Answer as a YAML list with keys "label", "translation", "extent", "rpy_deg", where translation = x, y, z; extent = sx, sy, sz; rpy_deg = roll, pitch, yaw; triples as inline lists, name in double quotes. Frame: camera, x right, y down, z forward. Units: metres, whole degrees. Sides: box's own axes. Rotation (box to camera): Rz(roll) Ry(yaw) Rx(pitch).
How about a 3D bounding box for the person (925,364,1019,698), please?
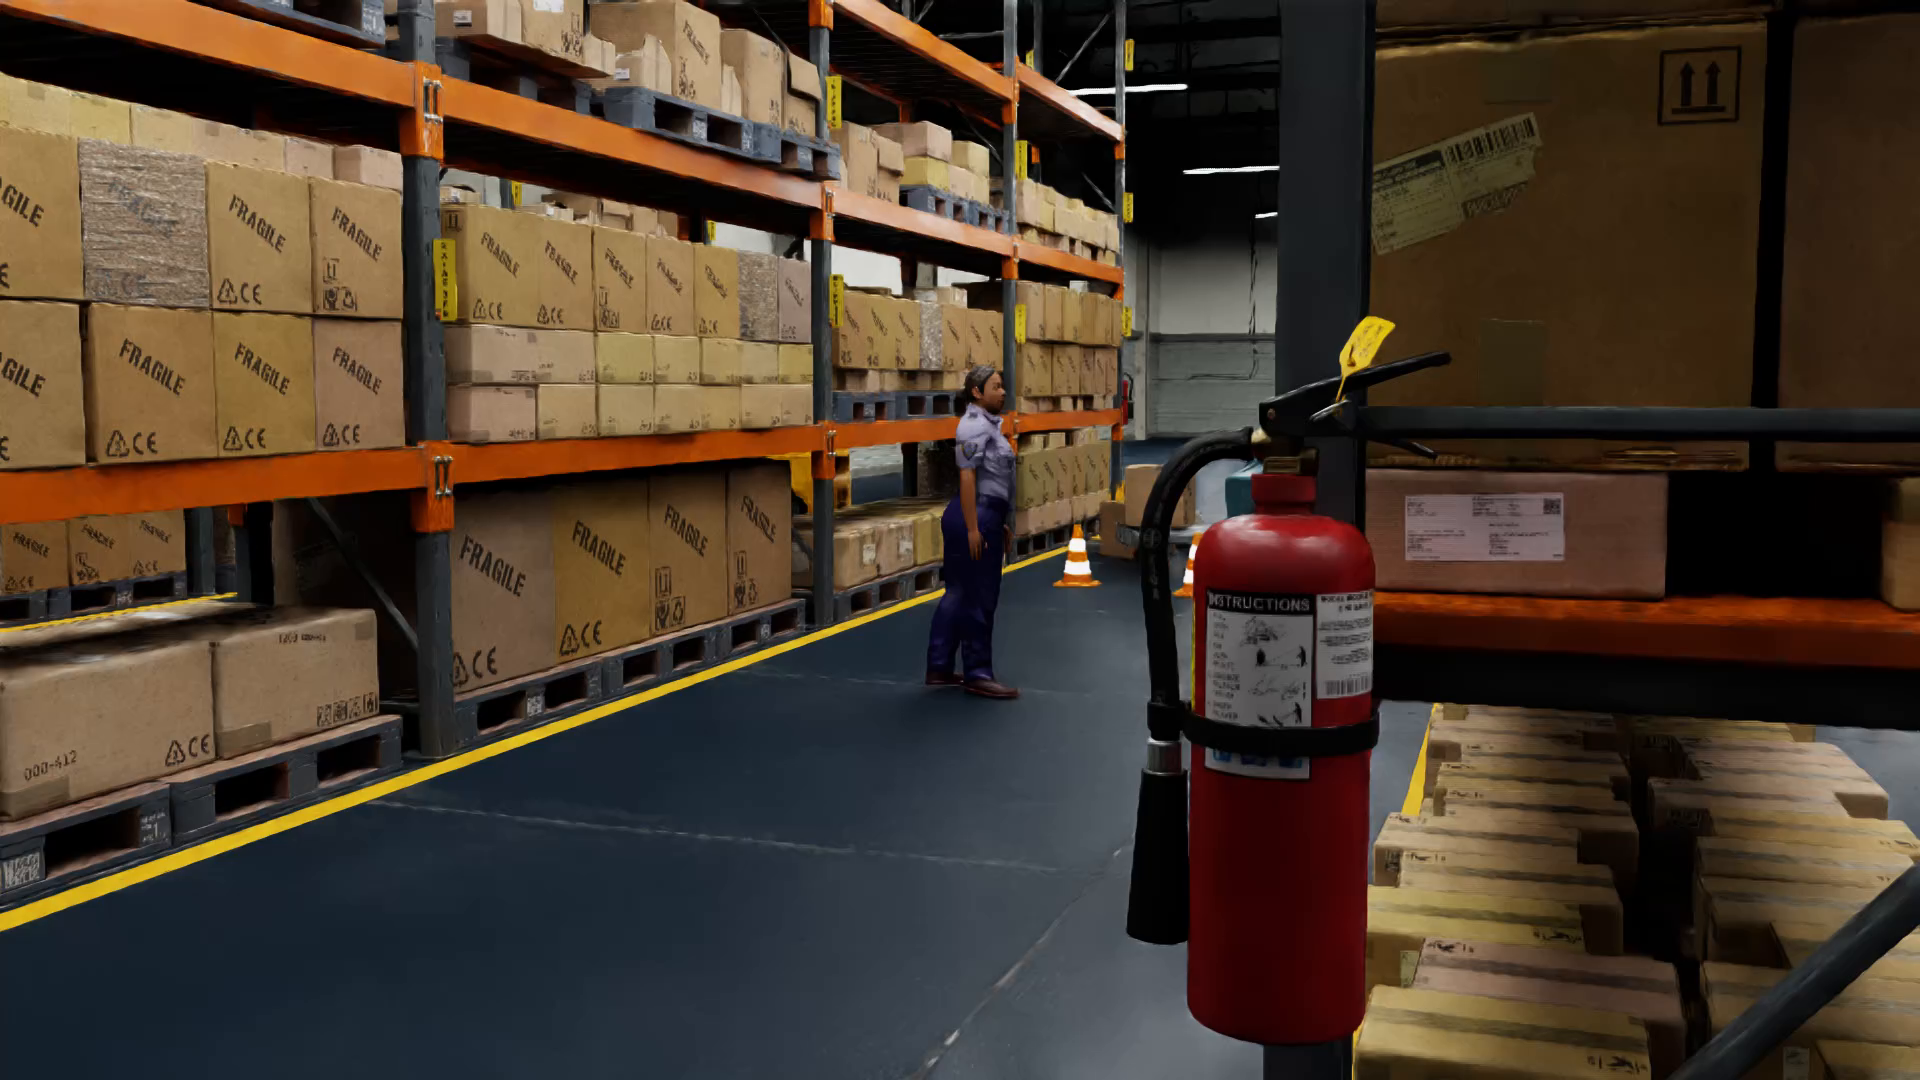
- label: "person"
  translation: [0.055, -0.052, 8.341]
  extent: [0.467, 1.654, 0.480]
  rpy_deg: [0, 5, -3]
